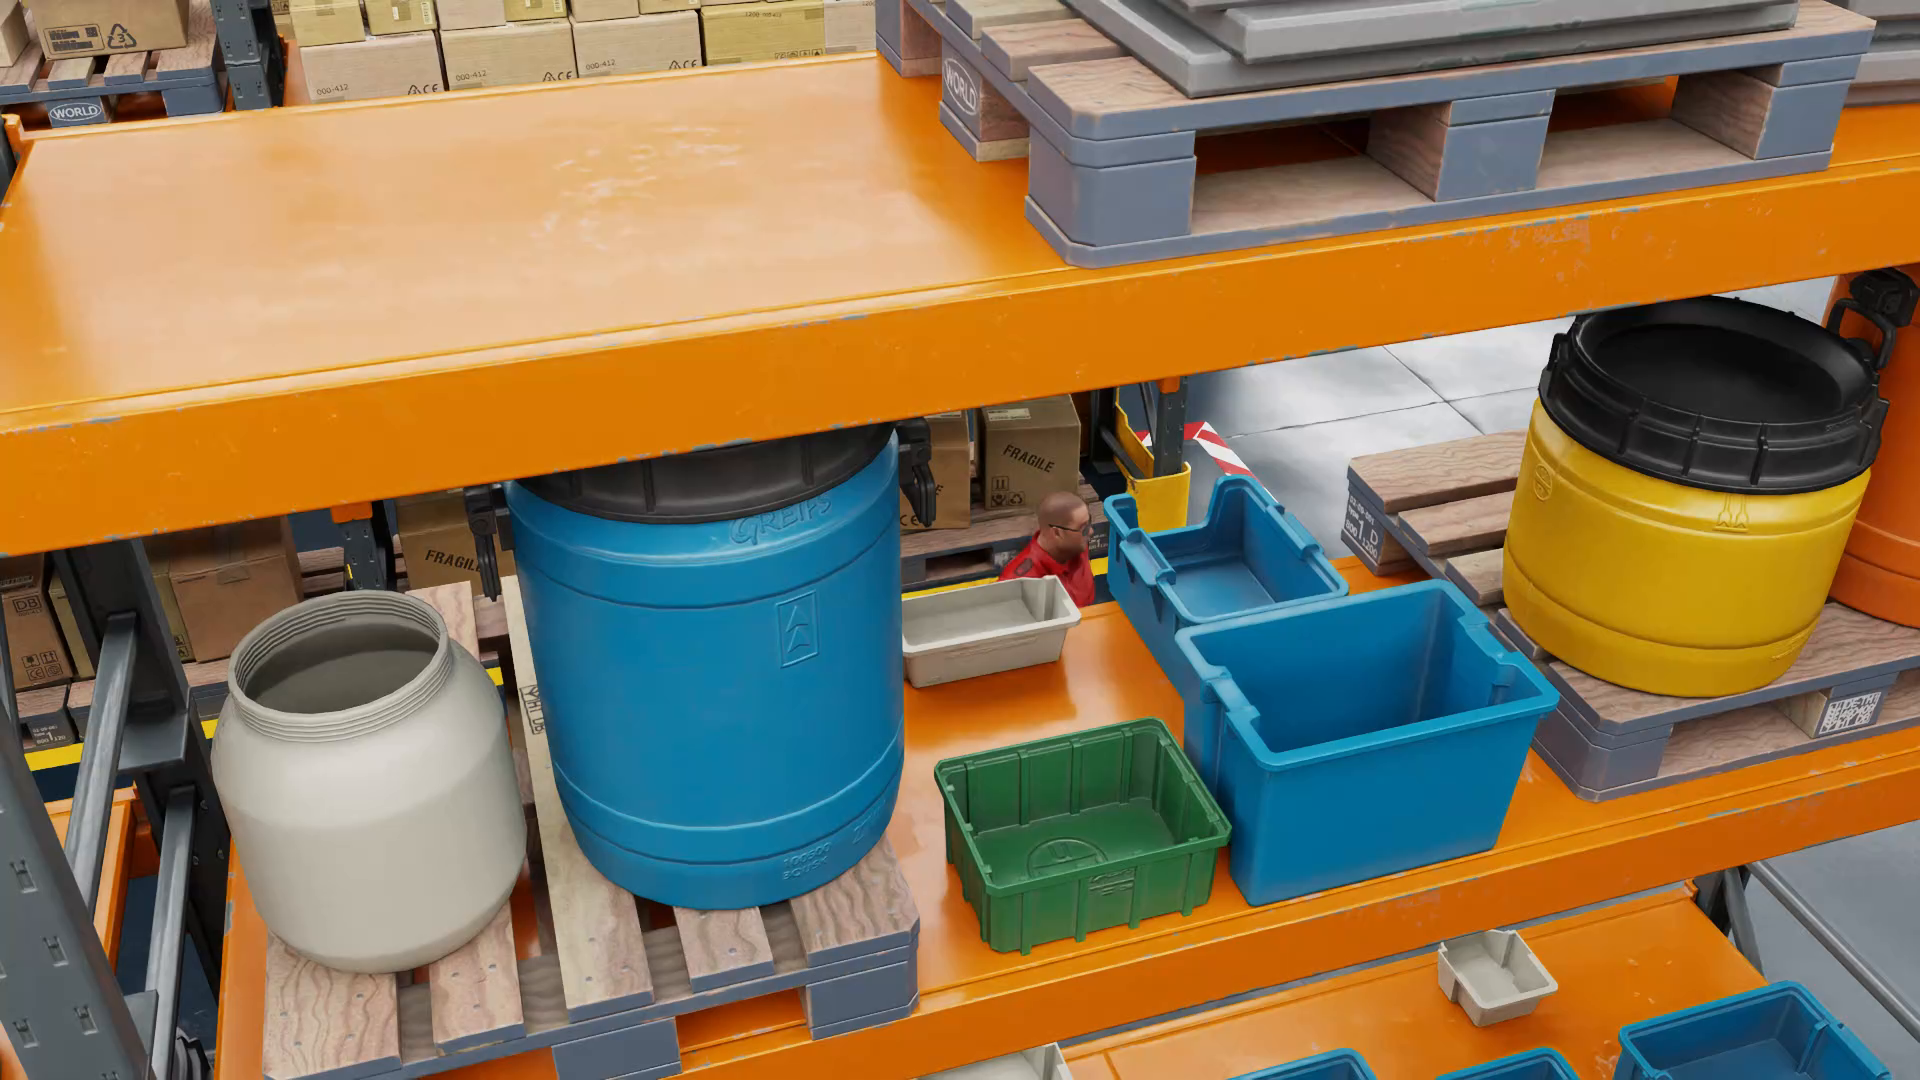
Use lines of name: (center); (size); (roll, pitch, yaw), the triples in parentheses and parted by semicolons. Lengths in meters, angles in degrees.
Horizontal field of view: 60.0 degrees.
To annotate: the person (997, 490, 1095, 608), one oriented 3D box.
person: (0.268, 0.527, 6.671); (0.582, 1.713, 0.576); (25, 41, 32)
